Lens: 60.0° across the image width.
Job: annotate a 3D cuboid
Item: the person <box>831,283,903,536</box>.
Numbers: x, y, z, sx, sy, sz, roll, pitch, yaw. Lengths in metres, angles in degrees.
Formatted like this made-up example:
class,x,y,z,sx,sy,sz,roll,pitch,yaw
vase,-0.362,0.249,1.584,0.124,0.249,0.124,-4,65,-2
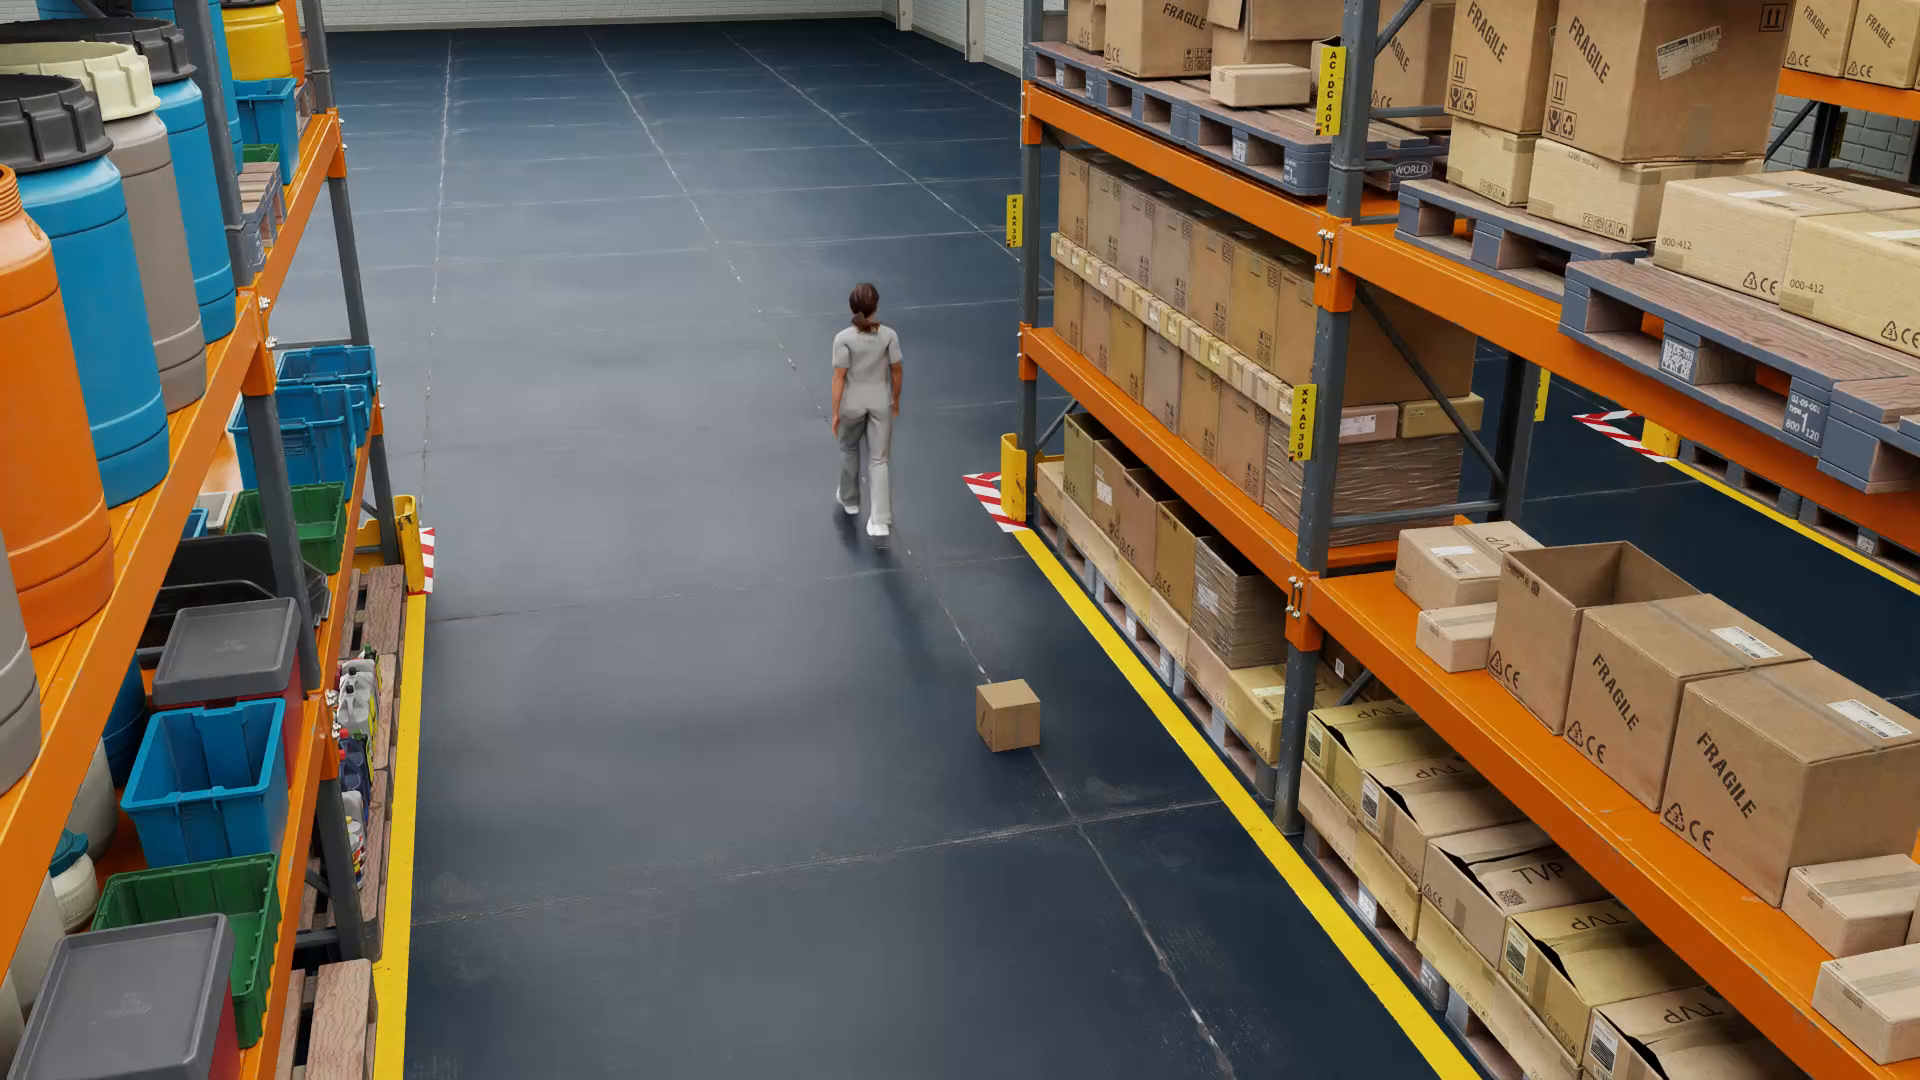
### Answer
class,x,y,z,sx,sy,sz,roll,pitch,yaw
person,-0.597,-0.850,10.607,0.476,1.625,0.990,-4,23,-10
